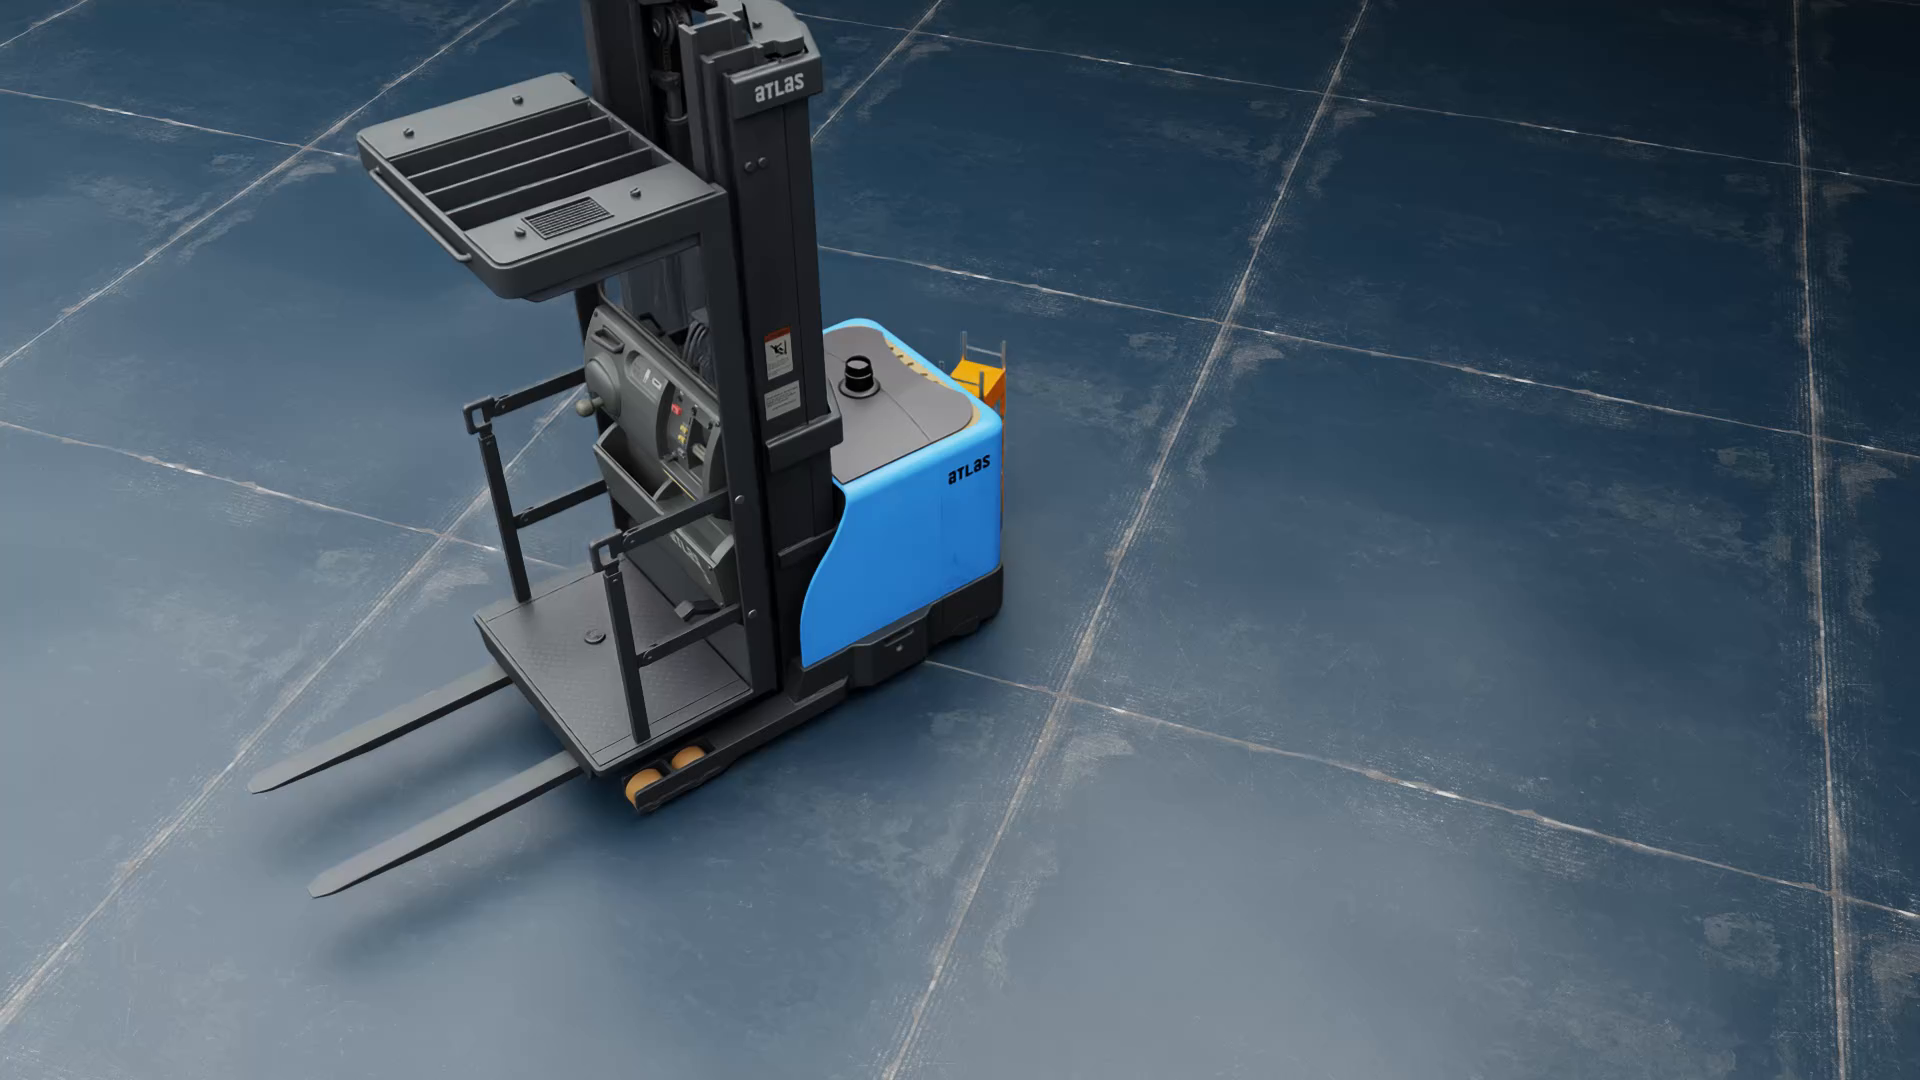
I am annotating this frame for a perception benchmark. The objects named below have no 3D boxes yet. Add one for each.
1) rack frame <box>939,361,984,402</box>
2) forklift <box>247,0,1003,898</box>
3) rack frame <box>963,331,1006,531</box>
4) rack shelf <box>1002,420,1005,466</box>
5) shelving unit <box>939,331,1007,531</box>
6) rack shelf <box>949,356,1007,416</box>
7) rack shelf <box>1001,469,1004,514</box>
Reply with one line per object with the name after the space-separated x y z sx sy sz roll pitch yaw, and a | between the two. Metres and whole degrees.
0.007 -0.323 7.274 0.200 1.050 0.008 16 43 18 | rack frame
-1.291 -0.451 5.974 3.031 2.935 1.130 -27 47 -28 | forklift
0.104 -0.469 7.444 0.200 1.050 0.008 16 43 18 | rack frame
0.056 -0.388 7.366 0.215 0.259 0.240 16 43 18 | rack shelf
0.056 -0.396 7.359 0.215 1.050 0.252 16 43 18 | shelving unit
0.056 -0.604 7.182 0.215 0.259 0.240 16 43 18 | rack shelf
0.056 -0.177 7.546 0.215 0.259 0.240 16 43 18 | rack shelf
